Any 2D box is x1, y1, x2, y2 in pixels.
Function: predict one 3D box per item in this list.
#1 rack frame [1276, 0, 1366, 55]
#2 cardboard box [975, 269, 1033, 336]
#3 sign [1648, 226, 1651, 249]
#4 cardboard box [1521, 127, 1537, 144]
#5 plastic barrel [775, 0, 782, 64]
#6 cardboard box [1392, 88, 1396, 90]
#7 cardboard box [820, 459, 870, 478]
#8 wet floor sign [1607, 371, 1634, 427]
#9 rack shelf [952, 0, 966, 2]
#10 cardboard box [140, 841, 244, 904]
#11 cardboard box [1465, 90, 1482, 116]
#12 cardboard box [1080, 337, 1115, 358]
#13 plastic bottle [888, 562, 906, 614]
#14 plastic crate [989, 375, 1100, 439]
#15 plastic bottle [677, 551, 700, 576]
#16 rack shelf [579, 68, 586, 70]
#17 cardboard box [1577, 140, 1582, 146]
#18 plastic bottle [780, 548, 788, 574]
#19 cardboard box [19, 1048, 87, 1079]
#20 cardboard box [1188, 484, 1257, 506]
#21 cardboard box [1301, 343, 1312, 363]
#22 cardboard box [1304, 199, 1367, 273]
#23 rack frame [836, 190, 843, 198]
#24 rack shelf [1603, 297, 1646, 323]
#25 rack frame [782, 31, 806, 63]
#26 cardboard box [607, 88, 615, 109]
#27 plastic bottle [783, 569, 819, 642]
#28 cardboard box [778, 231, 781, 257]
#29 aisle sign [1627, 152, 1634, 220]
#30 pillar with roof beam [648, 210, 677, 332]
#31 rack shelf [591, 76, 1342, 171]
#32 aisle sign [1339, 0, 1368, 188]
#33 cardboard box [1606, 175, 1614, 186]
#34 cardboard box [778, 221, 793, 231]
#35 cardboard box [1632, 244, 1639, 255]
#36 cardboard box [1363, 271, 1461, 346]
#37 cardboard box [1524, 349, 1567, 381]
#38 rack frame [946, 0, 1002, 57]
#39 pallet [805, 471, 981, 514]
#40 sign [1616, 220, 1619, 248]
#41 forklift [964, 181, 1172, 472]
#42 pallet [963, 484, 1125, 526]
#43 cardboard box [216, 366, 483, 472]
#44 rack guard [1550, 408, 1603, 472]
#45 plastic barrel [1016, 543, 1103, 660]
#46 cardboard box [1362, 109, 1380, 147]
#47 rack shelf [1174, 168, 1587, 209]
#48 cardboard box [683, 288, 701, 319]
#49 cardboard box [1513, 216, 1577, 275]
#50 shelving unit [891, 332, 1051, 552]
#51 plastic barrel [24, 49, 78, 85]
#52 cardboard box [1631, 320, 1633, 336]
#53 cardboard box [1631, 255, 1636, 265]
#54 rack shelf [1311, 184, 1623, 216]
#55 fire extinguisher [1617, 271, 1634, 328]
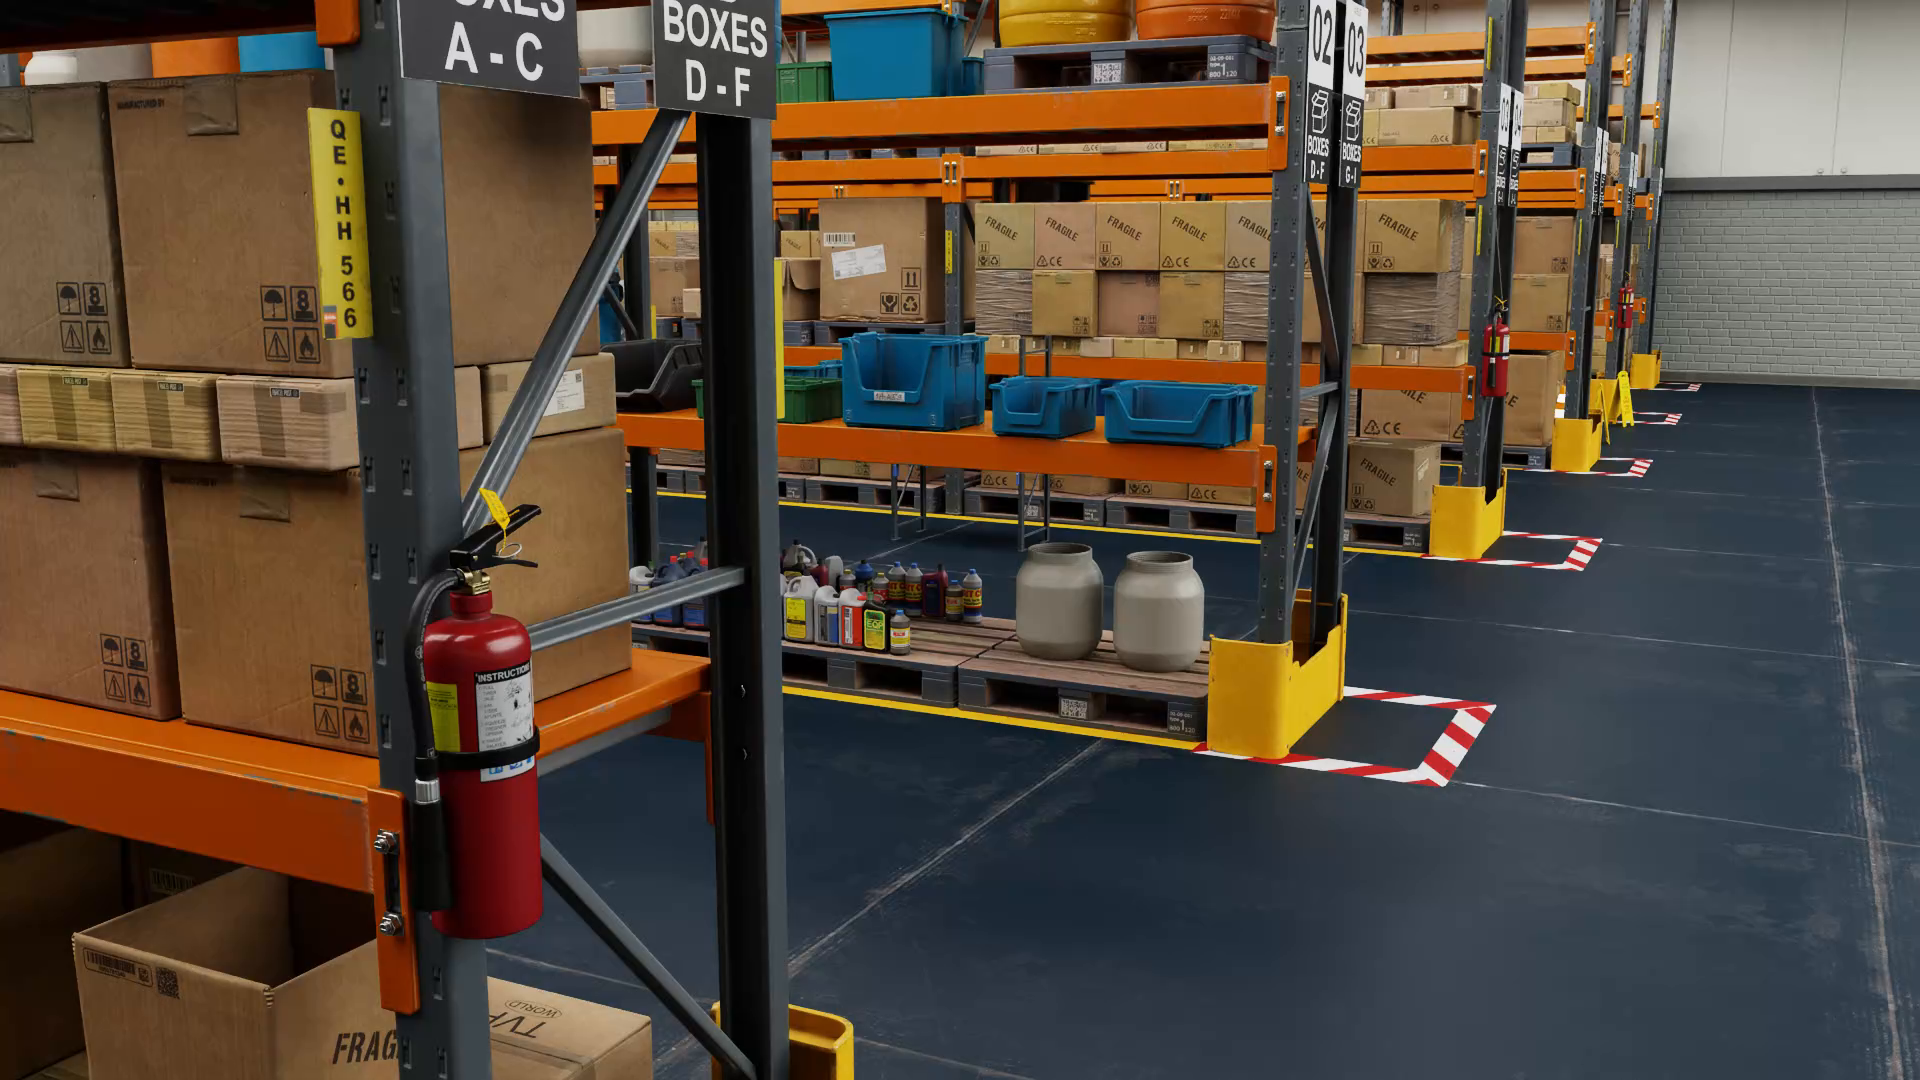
[{"bbox_3d":[1.552,-3.599,6.846,0.127,3.000,1.000,5,11,26],"label":"rack frame"},{"bbox_3d":[0.533,-1.903,13.207,0.500,0.500,0.875,5,11,26],"label":"cardboard box"},{"bbox_3d":[10.069,-4.414,24.281,0.005,0.325,0.100,5,11,26],"label":"sign"},{"bbox_3d":[5.355,-3.822,15.749,0.250,0.149,0.380,5,11,26],"label":"cardboard box"},{"bbox_3d":[-1.190,-2.796,8.245,0.708,0.901,0.600,5,11,26],"label":"plastic barrel"},{"bbox_3d":[4.209,-4.315,16.233,0.250,0.149,0.380,5,11,26],"label":"cardboard box"},{"bbox_3d":[-0.804,-0.832,14.187,0.500,0.500,0.700,5,11,25],"label":"cardboard box"},{"bbox_3d":[7.826,-1.676,19.679,0.267,0.644,0.232,-10,14,-43],"label":"wet floor sign"},{"bbox_3d":[1.950,-4.192,12.152,4.000,0.370,1.077,5,11,26],"label":"rack shelf"},{"bbox_3d":[-1.474,0.805,3.797,0.500,0.500,0.500,5,11,26],"label":"cardboard box"},{"bbox_3d":[3.599,-3.095,11.786,0.250,0.149,0.380,5,11,25],"label":"cardboard box"},{"bbox_3d":[1.106,-1.483,12.705,0.250,0.149,0.380,5,11,26],"label":"cardboard box"},{"bbox_3d":[-0.333,0.252,8.841,0.097,0.271,0.097,0,10,0],"label":"plastic bottle"},{"bbox_3d":[0.391,-0.617,7.635,0.408,0.251,0.499,5,11,26],"label":"plastic crate"},{"bbox_3d":[-1.431,0.232,8.728,0.185,0.351,0.144,5,11,26],"label":"plastic bottle"},{"bbox_3d":[-6.526,-5.921,21.709,4.000,0.370,1.077,5,11,26],"label":"rack shelf"},{"bbox_3d":[7.481,-4.771,20.213,0.250,0.149,0.380,5,12,27],"label":"cardboard box"},{"bbox_3d":[-0.993,0.184,9.181,0.133,0.283,0.061,6,12,30],"label":"plastic bottle"},{"bbox_3d":[-2.157,1.219,3.614,0.500,0.250,0.500,5,11,26],"label":"cardboard box"},{"bbox_3d":[2.087,-0.560,12.742,0.500,0.500,0.500,6,12,31],"label":"cardboard box"},{"bbox_3d":[2.503,-1.383,12.156,0.250,0.149,0.380,5,11,26],"label":"cardboard box"},{"bbox_3d":[2.690,-2.168,11.860,0.500,0.500,0.500,5,11,26],"label":"cardboard box"},{"bbox_3d":[-1.145,-2.852,19.567,0.127,3.000,1.000,5,11,26],"label":"rack frame"},{"bbox_3d":[8.528,-3.617,25.813,4.000,0.370,1.077,5,11,26],"label":"rack shelf"},{"bbox_3d":[-2.633,-6.918,25.186,0.127,3.000,1.000,5,11,26],"label":"rack frame"},{"bbox_3d":[-2.670,-3.721,14.258,0.500,0.500,0.500,5,11,26],"label":"cardboard box"},{"bbox_3d":[-0.777,0.318,8.253,0.185,0.351,0.144,6,12,28],"label":"plastic bottle"},{"bbox_3d":[-2.953,-4.583,26.044,0.500,0.500,0.500,5,11,26],"label":"cardboard box"},{"bbox_3d":[8.056,-4.248,19.982,0.004,0.787,0.394,5,11,26],"label":"aisle sign"},{"bbox_3d":[-7.951,-7.695,29.480,0.548,9.000,9.100,5,11,26],"label":"pillar with roof beam"},{"bbox_3d":[-0.241,-1.926,8.048,4.000,0.370,1.077,5,11,26],"label":"rack shelf"},{"bbox_3d":[1.746,-1.967,7.376,0.004,0.787,0.394,5,11,26],"label":"aisle sign"},{"bbox_3d":[7.975,-4.451,20.682,0.250,0.149,0.380,5,11,26],"label":"cardboard box"},{"bbox_3d":[-2.801,-4.893,25.931,0.250,0.149,0.380,5,11,25],"label":"cardboard box"},{"bbox_3d":[10.115,-4.389,25.119,0.250,0.149,0.380,5,11,25],"label":"cardboard box"},{"bbox_3d":[3.263,-1.681,11.979,0.500,0.500,0.875,5,11,26],"label":"cardboard box"},{"bbox_3d":[7.295,-2.264,20.755,0.500,0.500,0.500,5,11,26],"label":"cardboard box"},{"bbox_3d":[0.157,-4.705,12.958,0.127,3.000,1.000,5,11,26],"label":"rack frame"},{"bbox_3d":[-0.542,-0.442,14.079,1.213,0.211,1.003,5,11,26],"label":"pallet"},{"bbox_3d":[7.865,-3.659,19.884,0.005,0.325,0.100,5,11,26],"label":"sign"},{"bbox_3d":[0.357,-2.004,15.076,3.031,2.935,1.130,5,11,25],"label":"forklift"},{"bbox_3d":[0.775,-0.333,13.480,1.213,0.211,1.003,5,11,26],"label":"pallet"},{"bbox_3d":[-1.070,-0.224,2.942,0.250,0.149,0.380,5,11,25],"label":"cardboard box"},{"bbox_3d":[6.051,-0.990,16.296,0.348,0.500,1.175,5,11,26],"label":"rack guard"},{"bbox_3d":[0.479,0.292,8.002,0.421,0.512,0.421,0,10,0],"label":"plastic barrel"},{"bbox_3d":[2.750,-2.876,11.698,0.500,0.250,0.500,5,11,26],"label":"cardboard box"},{"bbox_3d":[4.236,-3.501,16.752,4.000,0.370,1.077,5,11,26],"label":"rack shelf"},{"bbox_3d":[-2.029,-2.032,14.277,0.500,0.250,0.500,5,11,24],"label":"cardboard box"},{"bbox_3d":[5.714,-2.862,16.170,0.550,0.550,0.875,5,11,26],"label":"cardboard box"},{"bbox_3d":[0.077,-0.731,12.060,1.048,1.500,0.538,5,11,26],"label":"shelving unit"},{"bbox_3d":[-5.479,-2.735,10.181,0.421,0.512,0.421,0,10,0],"label":"plastic barrel"},{"bbox_3d":[9.974,-3.227,25.373,0.500,0.250,0.500,5,11,25],"label":"cardboard box"},{"bbox_3d":[9.887,-4.164,24.715,0.250,0.149,0.380,5,11,27],"label":"cardboard box"},{"bbox_3d":[6.335,-4.300,21.164,4.000,0.370,1.077,5,11,26],"label":"rack shelf"},{"bbox_3d":[8.028,-2.900,20.046,0.183,0.674,0.296,5,11,26],"label":"fire extinguisher"}]
